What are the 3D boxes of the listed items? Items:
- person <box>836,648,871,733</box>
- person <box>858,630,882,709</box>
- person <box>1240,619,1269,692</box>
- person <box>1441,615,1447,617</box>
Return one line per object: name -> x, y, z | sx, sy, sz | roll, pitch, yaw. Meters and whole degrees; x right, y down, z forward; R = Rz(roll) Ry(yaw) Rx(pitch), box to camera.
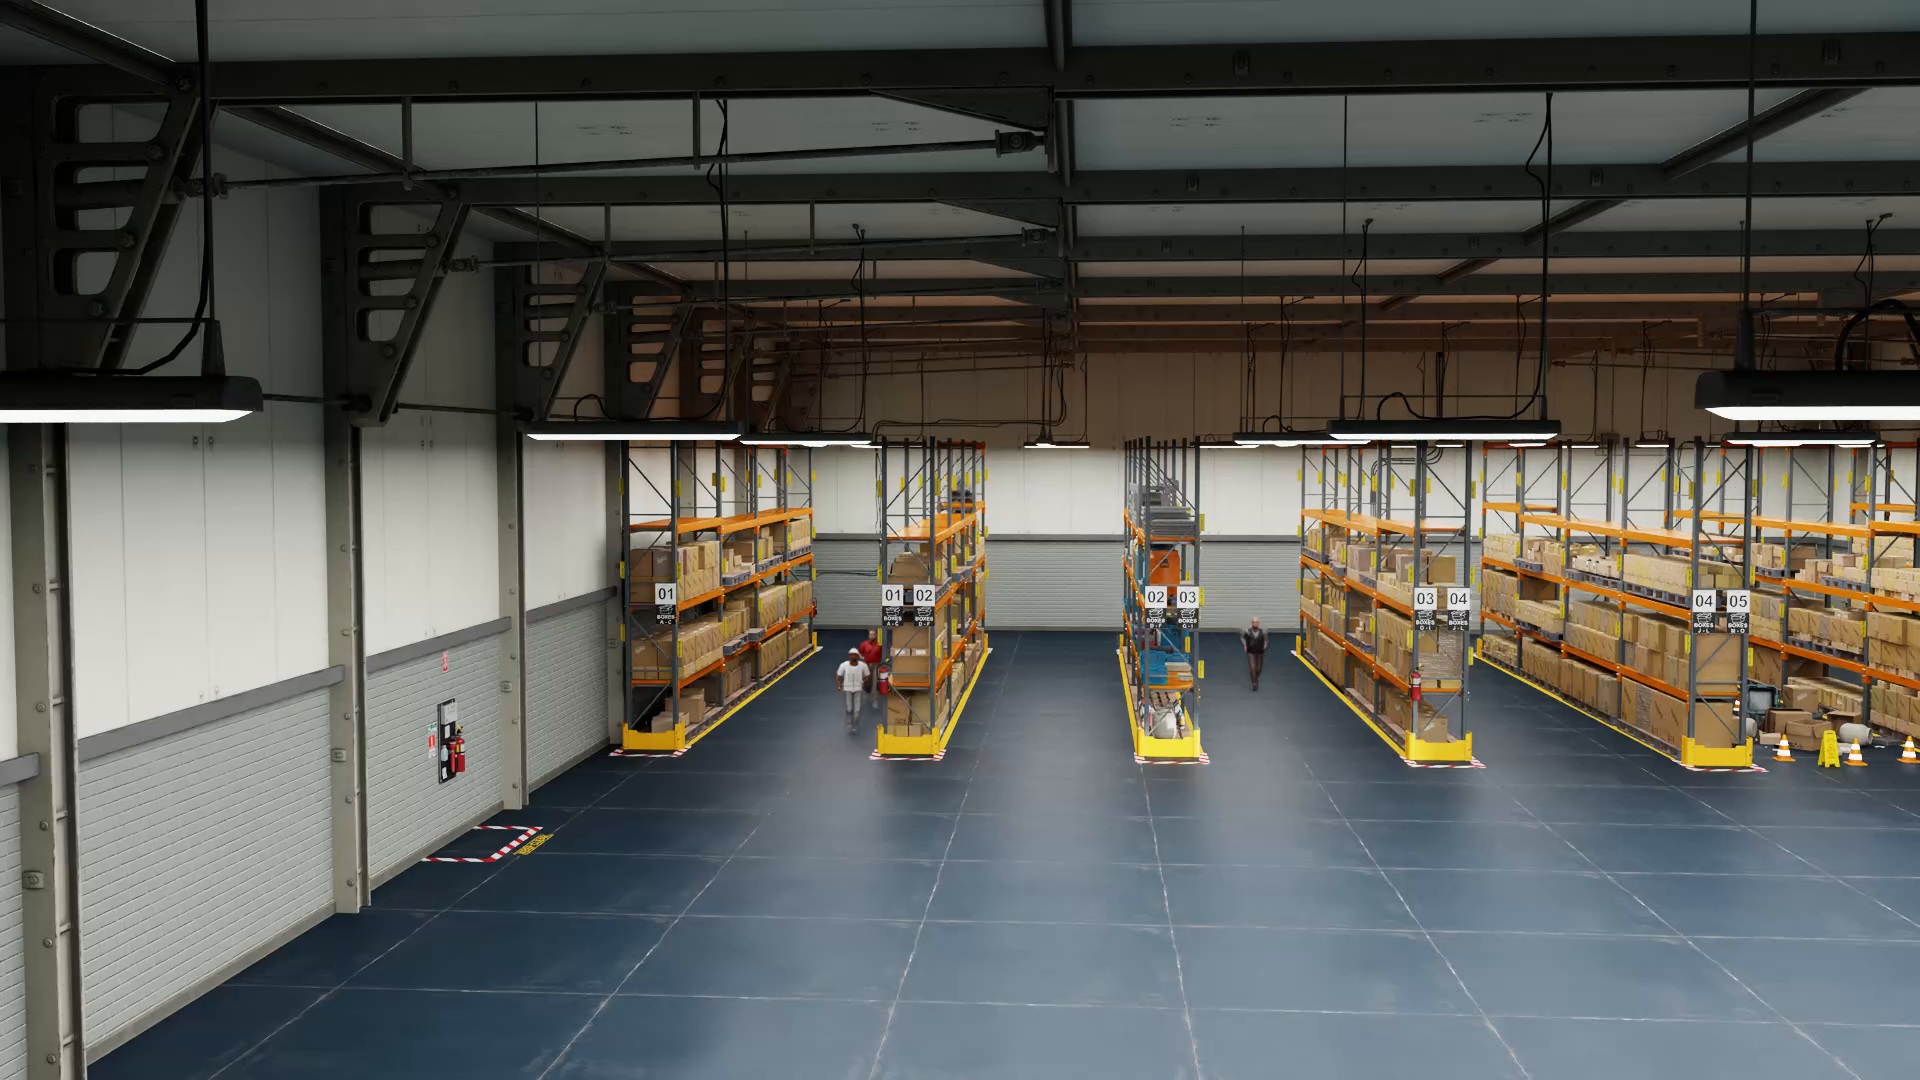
person -> -2.164, 3.054, 33.846 | 0.701, 1.716, 0.587 | 0, 3, -5
person -> -1.973, 2.872, 37.420 | 0.648, 1.729, 0.922 | 0, 3, -5
person -> 7.083, 2.744, 39.949 | 0.662, 1.721, 0.880 | 0, 3, 1
person -> 13.404, 2.390, 46.969 | 0.570, 1.650, 0.793 | -3, 4, -42
